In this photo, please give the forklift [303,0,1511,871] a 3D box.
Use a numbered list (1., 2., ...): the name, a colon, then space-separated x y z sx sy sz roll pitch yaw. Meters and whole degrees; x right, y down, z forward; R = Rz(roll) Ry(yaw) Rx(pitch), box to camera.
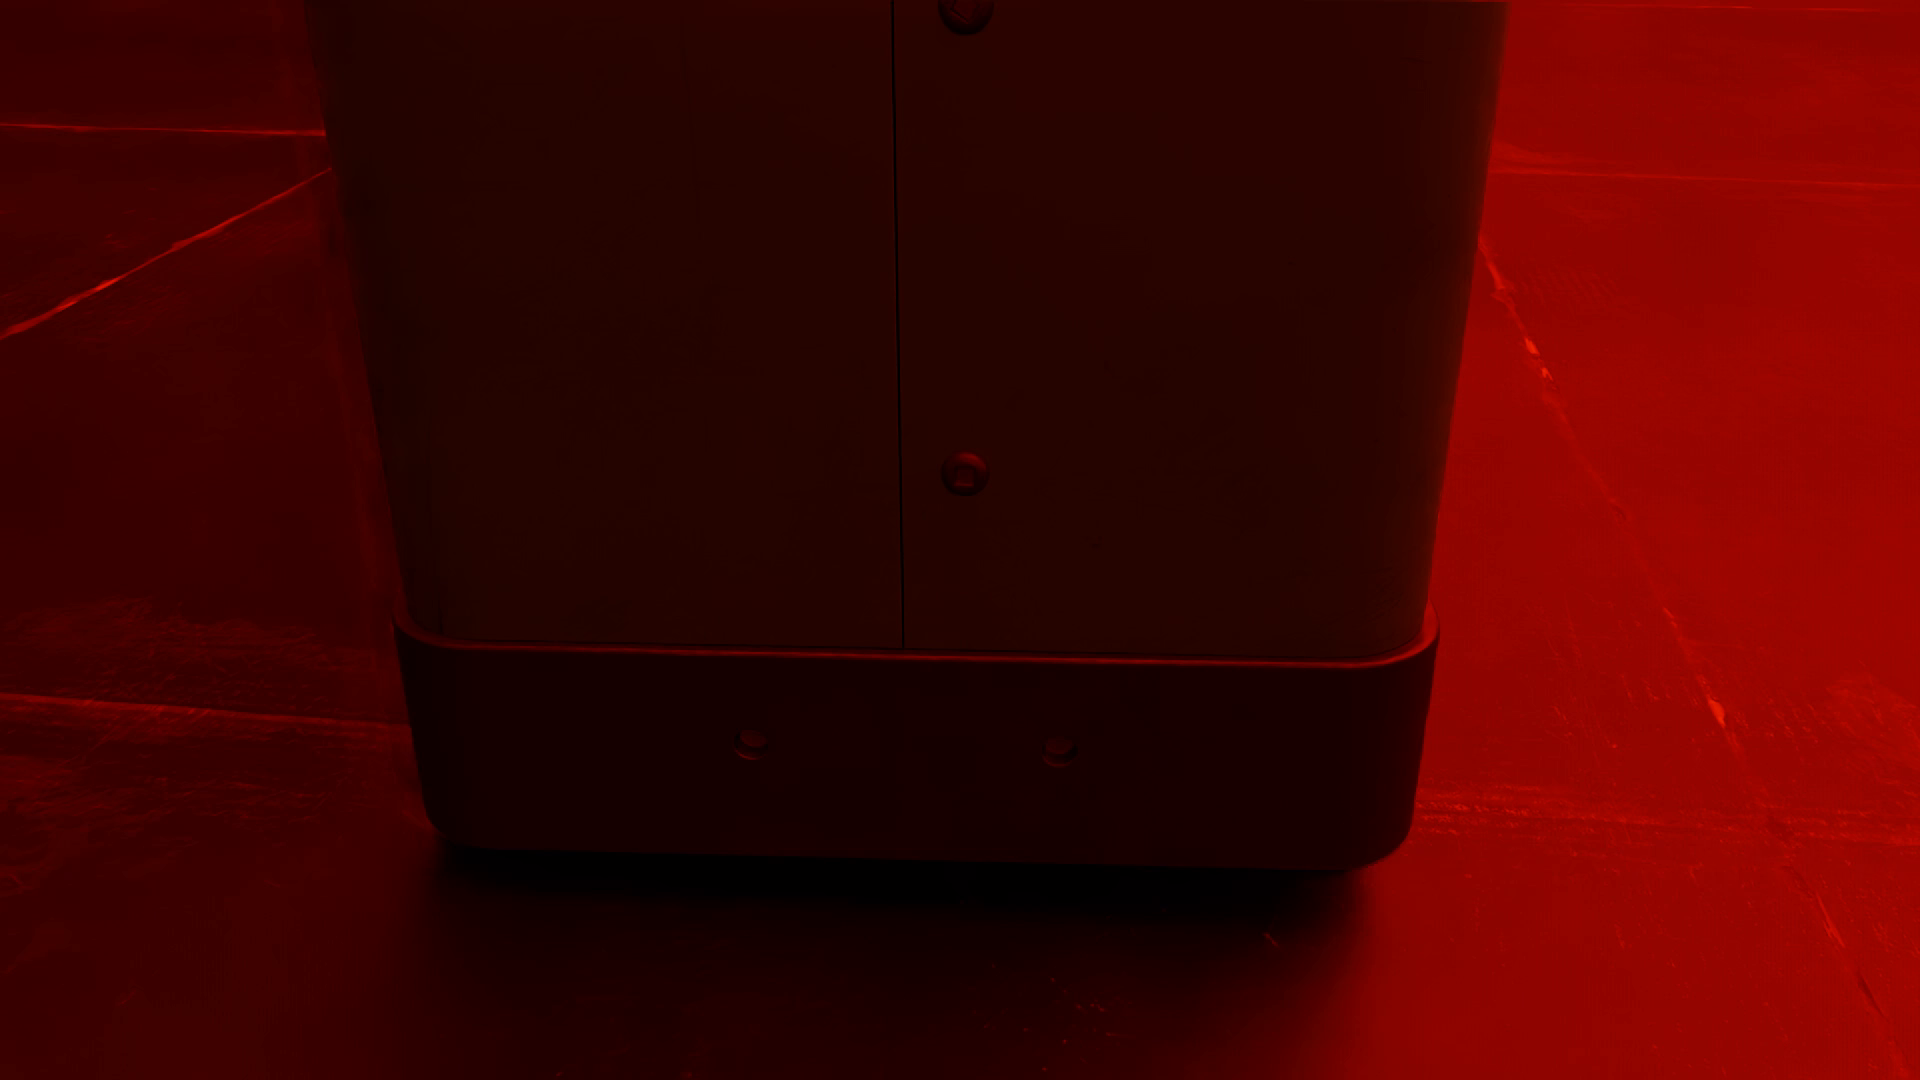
1. forklift: 0.009 -1.597 2.419 1.130 2.935 3.031 1 27 2
